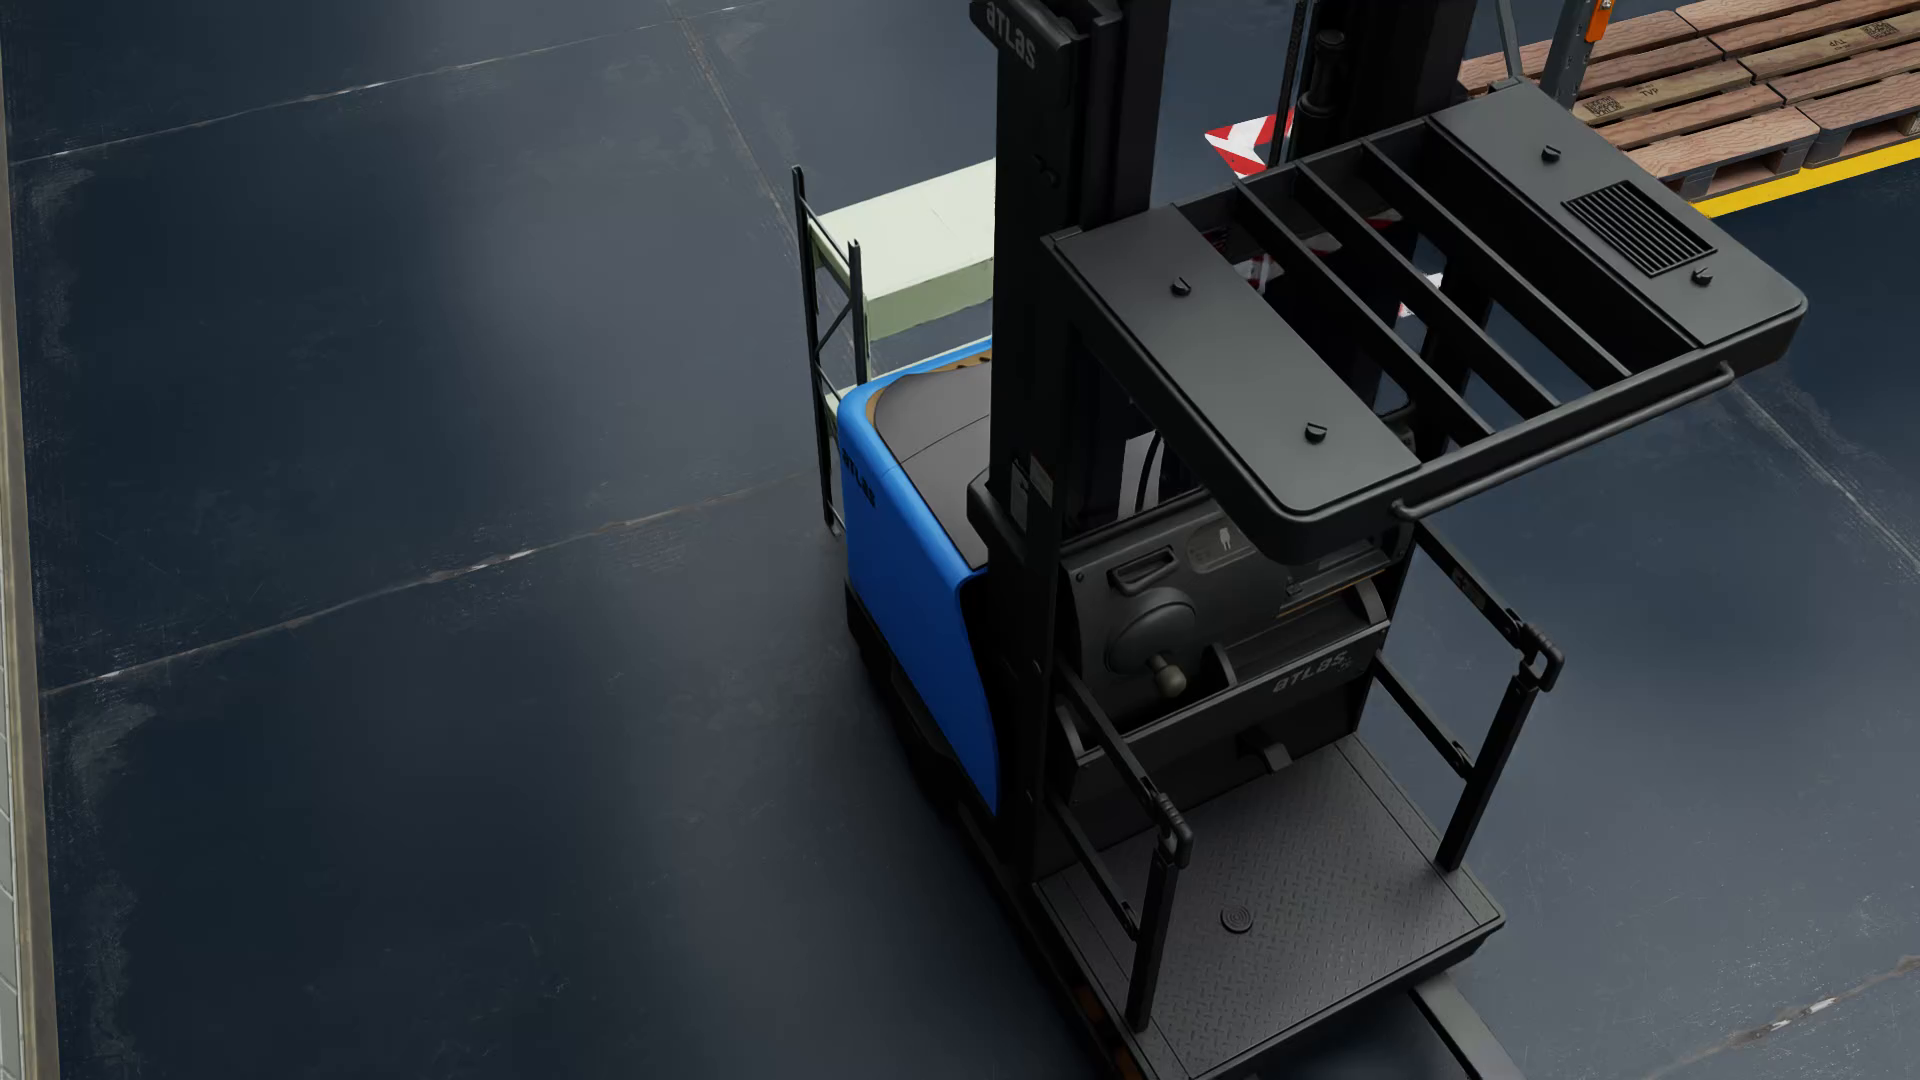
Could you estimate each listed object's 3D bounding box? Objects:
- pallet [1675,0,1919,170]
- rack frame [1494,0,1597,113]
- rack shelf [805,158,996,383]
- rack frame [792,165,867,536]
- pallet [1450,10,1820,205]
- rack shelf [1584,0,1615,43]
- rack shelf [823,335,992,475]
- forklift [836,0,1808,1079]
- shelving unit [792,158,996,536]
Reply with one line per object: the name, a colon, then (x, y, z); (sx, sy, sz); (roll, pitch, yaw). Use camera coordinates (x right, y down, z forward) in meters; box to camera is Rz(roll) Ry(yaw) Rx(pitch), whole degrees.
pallet: (3.983, -2.166, 7.471); (1.213, 0.211, 1.003); (-17, 52, -14)
rack frame: (2.078, -2.518, 5.935); (0.127, 3.000, 1.000); (-17, 52, -14)
rack shelf: (-0.048, -0.816, 4.948); (0.720, 0.370, 0.431); (-22, 53, -18)
rack frame: (-0.371, -0.431, 5.131); (0.023, 1.500, 0.400); (-22, 53, -18)
pallet: (2.856, -1.819, 7.173); (1.213, 0.211, 1.003); (-17, 52, -14)
rack shelf: (3.929, -2.857, 6.701); (4.000, 0.370, 1.077); (-17, 52, -14)
rack shelf: (-0.048, -0.349, 5.491); (0.720, 0.370, 0.431); (-22, 53, -18)
forklift: (0.762, 0.153, 3.687); (1.130, 2.935, 3.031); (-22, 53, -18)
shelving unit: (-0.048, -0.561, 5.244); (0.755, 1.500, 0.431); (-22, 53, -18)
